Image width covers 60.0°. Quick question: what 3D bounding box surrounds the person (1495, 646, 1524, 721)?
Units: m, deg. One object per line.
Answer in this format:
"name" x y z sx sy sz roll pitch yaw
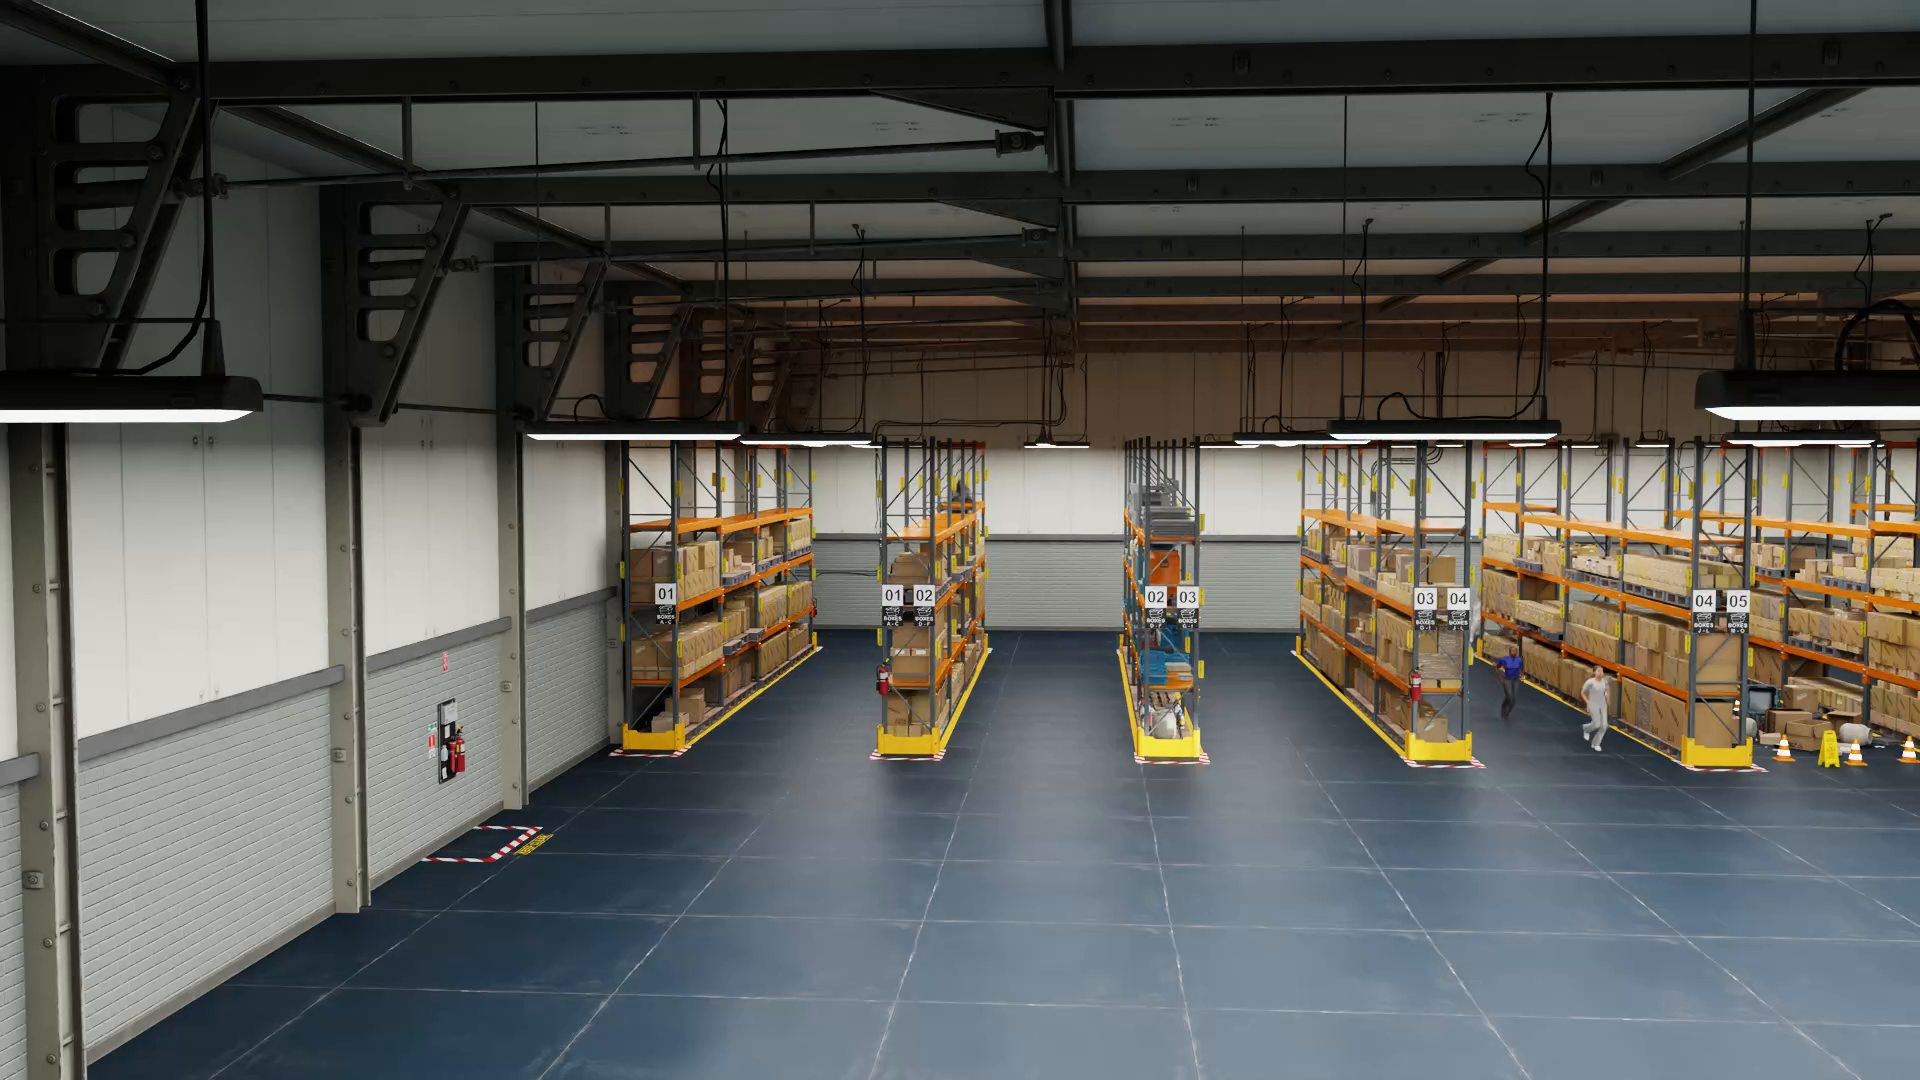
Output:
"person" 11.653 3.035 35.129 0.577 1.610 0.580 0 3 -5

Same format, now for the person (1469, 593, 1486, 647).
"person" 14.819 2.289 47.566 0.992 1.743 0.694 0 3 0

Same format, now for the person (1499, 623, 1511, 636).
"person" 15.609 2.395 47.302 0.601 1.636 0.633 3 4 40

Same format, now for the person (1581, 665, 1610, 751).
"person" 12.232 3.212 31.991 0.580 1.633 0.572 0 3 -9
